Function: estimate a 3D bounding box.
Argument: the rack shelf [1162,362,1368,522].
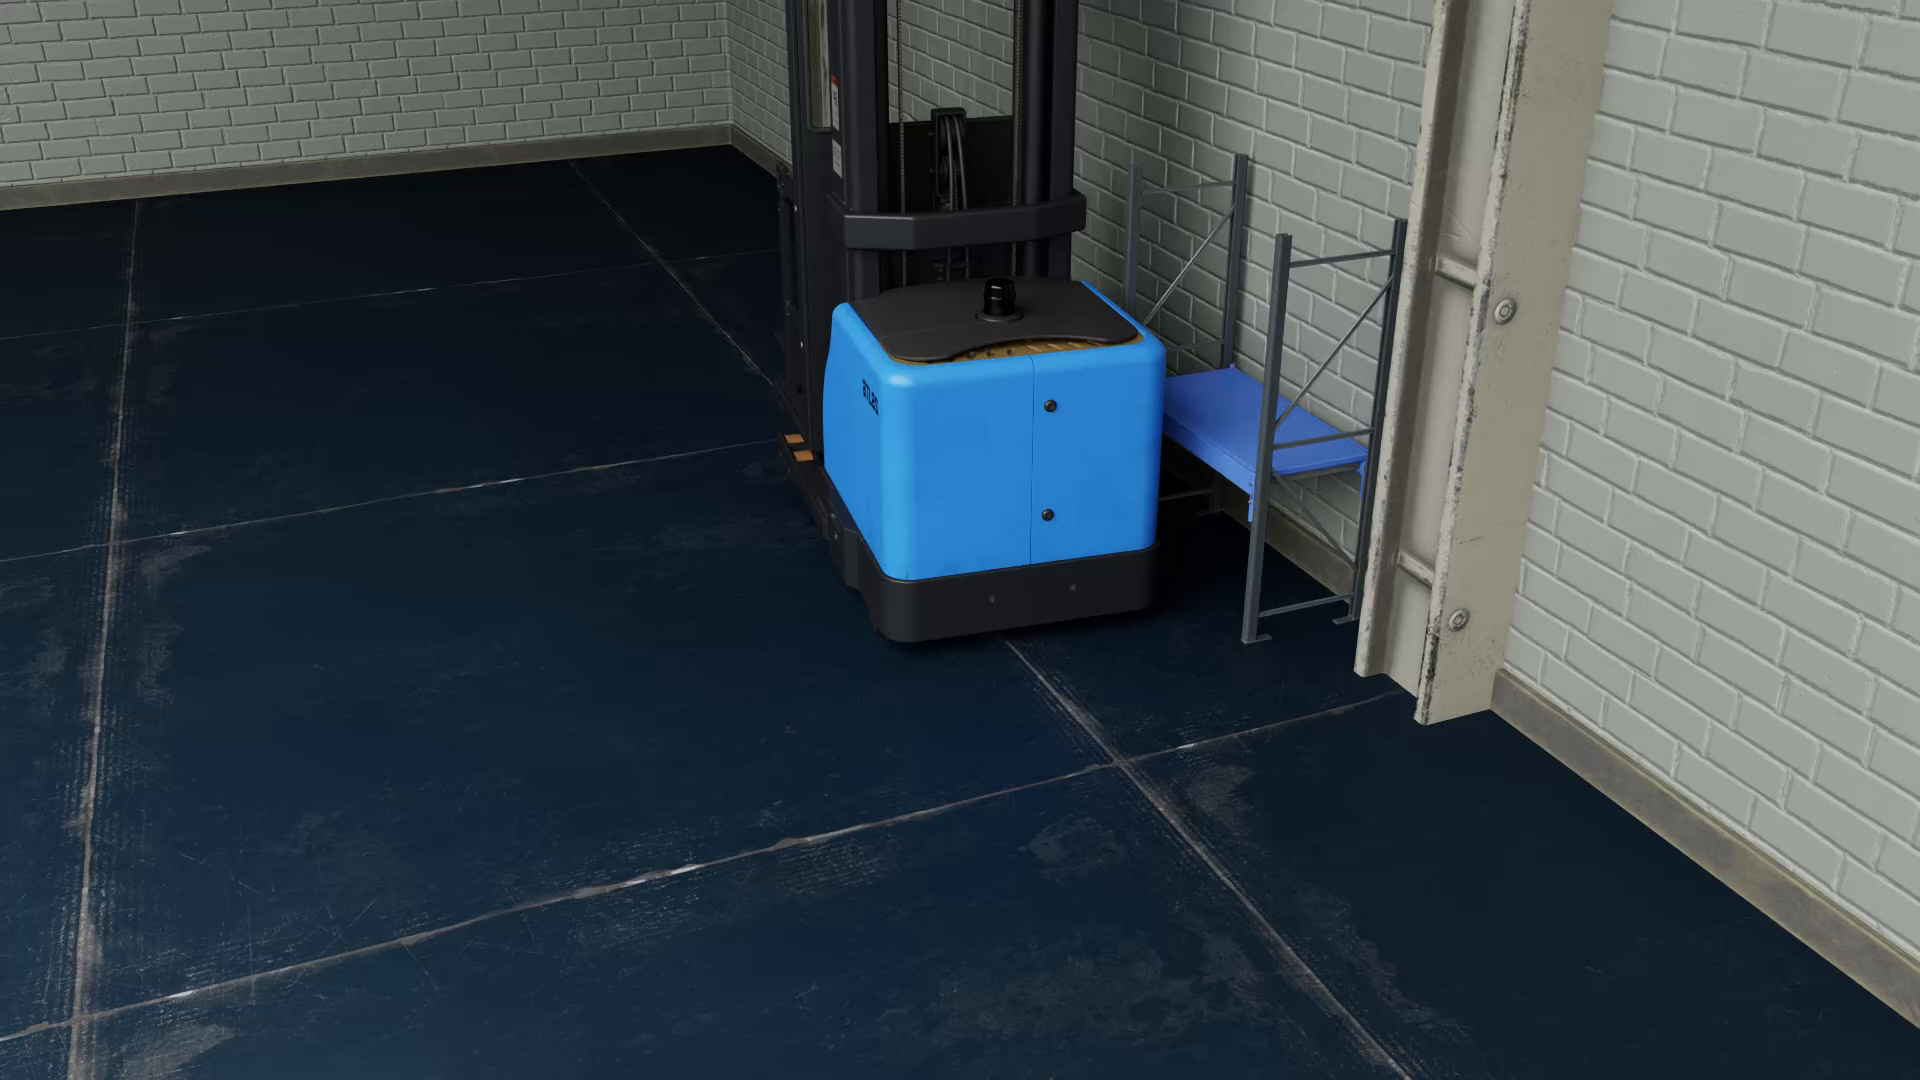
[{"bbox_3d":[1.057,-0.389,6.248,0.538,0.185,1.000,-10,28,-20],"label":"rack shelf"}]

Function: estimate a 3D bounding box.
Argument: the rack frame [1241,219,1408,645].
[{"bbox_3d":[1.252,-0.345,5.747,0.500,1.500,0.032,-10,28,-20],"label":"rack frame"}]

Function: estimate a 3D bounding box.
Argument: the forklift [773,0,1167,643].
[{"bbox_3d":[-0.179,-1.582,6.649,1.130,2.935,3.031,-7,27,-15],"label":"forklift"}]

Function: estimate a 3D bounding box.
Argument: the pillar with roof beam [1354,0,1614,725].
[{"bbox_3d":[-2.367,-2.797,2.222,9.100,9.000,0.400,-11,28,-21],"label":"pillar with roof beam"}]

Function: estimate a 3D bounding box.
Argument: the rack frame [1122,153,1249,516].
[{"bbox_3d":[0.863,-0.757,6.591,0.500,1.500,0.032,-10,28,-20],"label":"rack frame"}]

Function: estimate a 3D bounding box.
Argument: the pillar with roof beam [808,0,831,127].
[{"bbox_3d":[-4.717,-5.219,7.183,9.100,9.000,0.400,-11,28,-21],"label":"pillar with roof beam"}]

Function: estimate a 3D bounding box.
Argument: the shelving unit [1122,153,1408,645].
[{"bbox_3d":[1.057,-0.551,6.169,0.538,1.500,1.048,-10,28,-20],"label":"shelving unit"}]
